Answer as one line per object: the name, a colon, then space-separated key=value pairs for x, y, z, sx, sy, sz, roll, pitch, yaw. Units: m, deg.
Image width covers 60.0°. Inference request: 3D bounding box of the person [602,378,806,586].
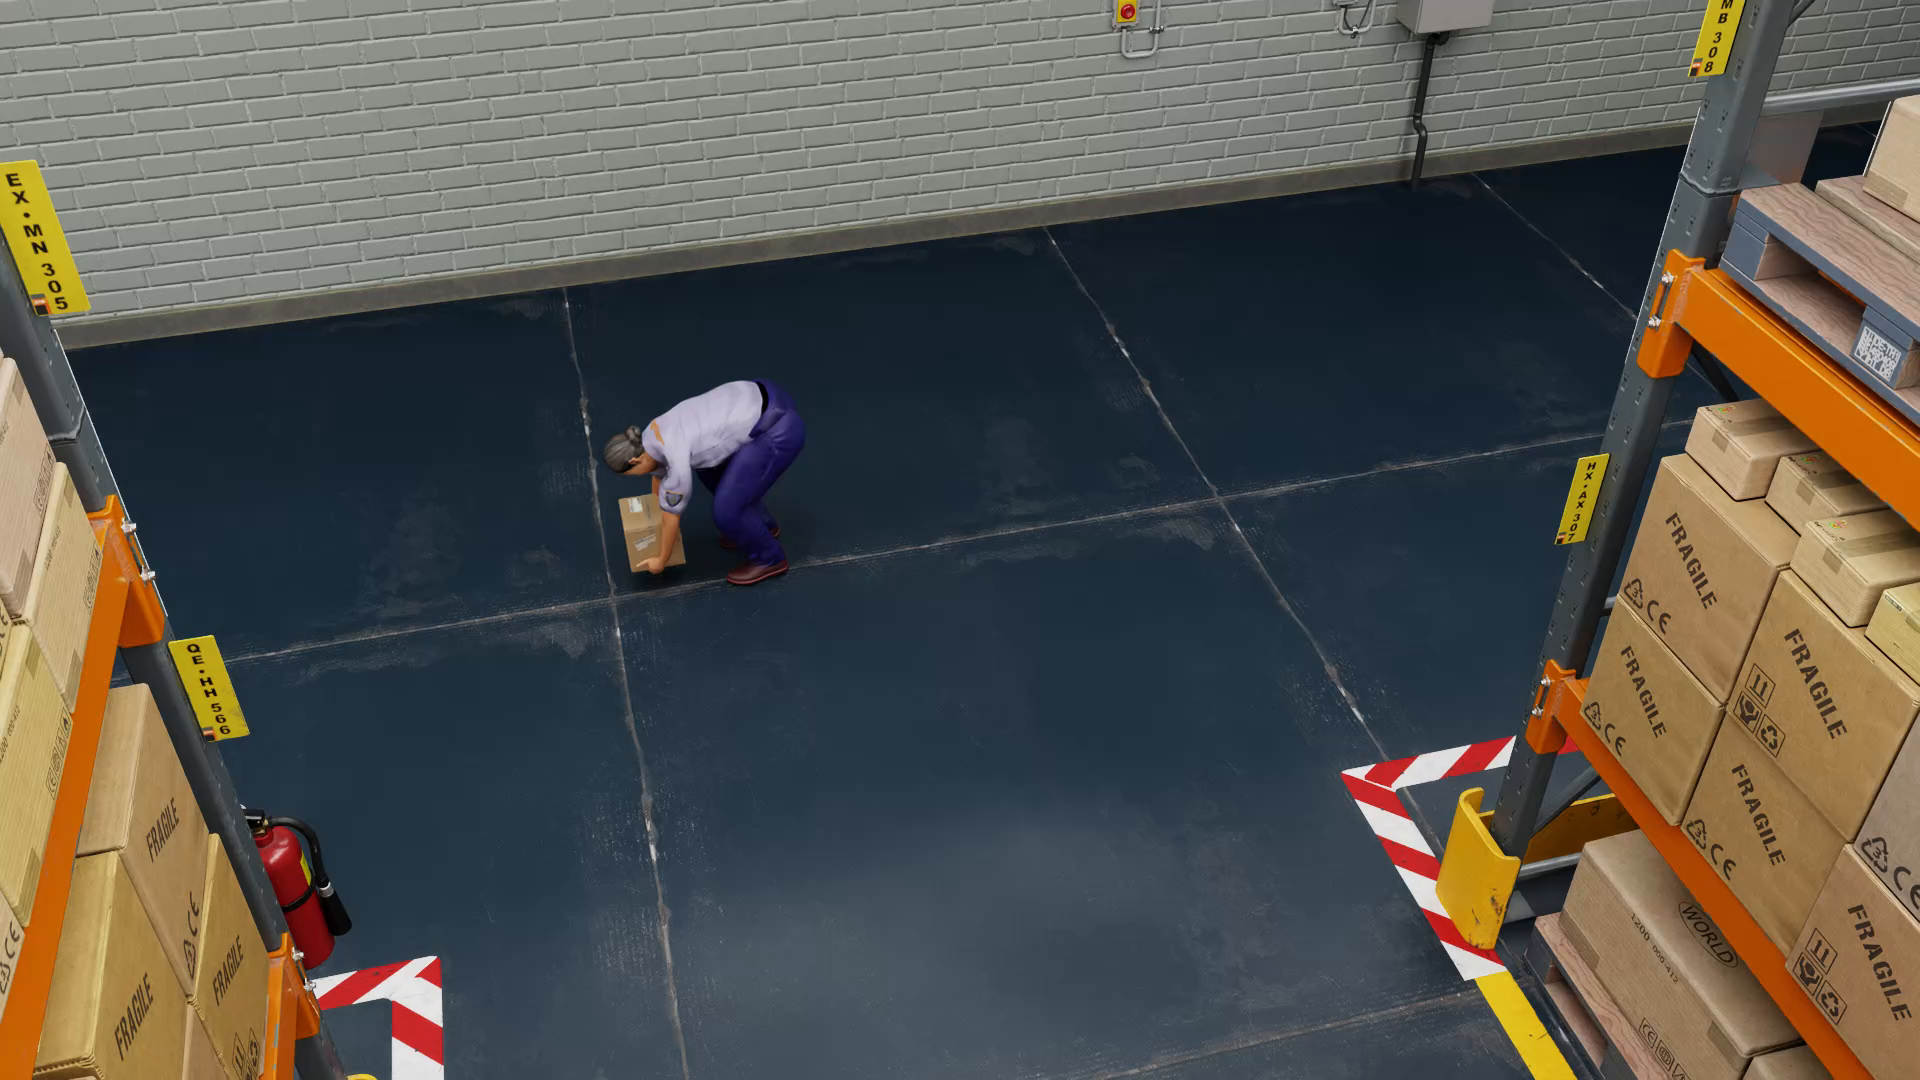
person: x=-1.150 y=-0.250 z=7.619 sx=0.905 sy=0.933 sz=0.505 roll=-11 pitch=40 yaw=-14
